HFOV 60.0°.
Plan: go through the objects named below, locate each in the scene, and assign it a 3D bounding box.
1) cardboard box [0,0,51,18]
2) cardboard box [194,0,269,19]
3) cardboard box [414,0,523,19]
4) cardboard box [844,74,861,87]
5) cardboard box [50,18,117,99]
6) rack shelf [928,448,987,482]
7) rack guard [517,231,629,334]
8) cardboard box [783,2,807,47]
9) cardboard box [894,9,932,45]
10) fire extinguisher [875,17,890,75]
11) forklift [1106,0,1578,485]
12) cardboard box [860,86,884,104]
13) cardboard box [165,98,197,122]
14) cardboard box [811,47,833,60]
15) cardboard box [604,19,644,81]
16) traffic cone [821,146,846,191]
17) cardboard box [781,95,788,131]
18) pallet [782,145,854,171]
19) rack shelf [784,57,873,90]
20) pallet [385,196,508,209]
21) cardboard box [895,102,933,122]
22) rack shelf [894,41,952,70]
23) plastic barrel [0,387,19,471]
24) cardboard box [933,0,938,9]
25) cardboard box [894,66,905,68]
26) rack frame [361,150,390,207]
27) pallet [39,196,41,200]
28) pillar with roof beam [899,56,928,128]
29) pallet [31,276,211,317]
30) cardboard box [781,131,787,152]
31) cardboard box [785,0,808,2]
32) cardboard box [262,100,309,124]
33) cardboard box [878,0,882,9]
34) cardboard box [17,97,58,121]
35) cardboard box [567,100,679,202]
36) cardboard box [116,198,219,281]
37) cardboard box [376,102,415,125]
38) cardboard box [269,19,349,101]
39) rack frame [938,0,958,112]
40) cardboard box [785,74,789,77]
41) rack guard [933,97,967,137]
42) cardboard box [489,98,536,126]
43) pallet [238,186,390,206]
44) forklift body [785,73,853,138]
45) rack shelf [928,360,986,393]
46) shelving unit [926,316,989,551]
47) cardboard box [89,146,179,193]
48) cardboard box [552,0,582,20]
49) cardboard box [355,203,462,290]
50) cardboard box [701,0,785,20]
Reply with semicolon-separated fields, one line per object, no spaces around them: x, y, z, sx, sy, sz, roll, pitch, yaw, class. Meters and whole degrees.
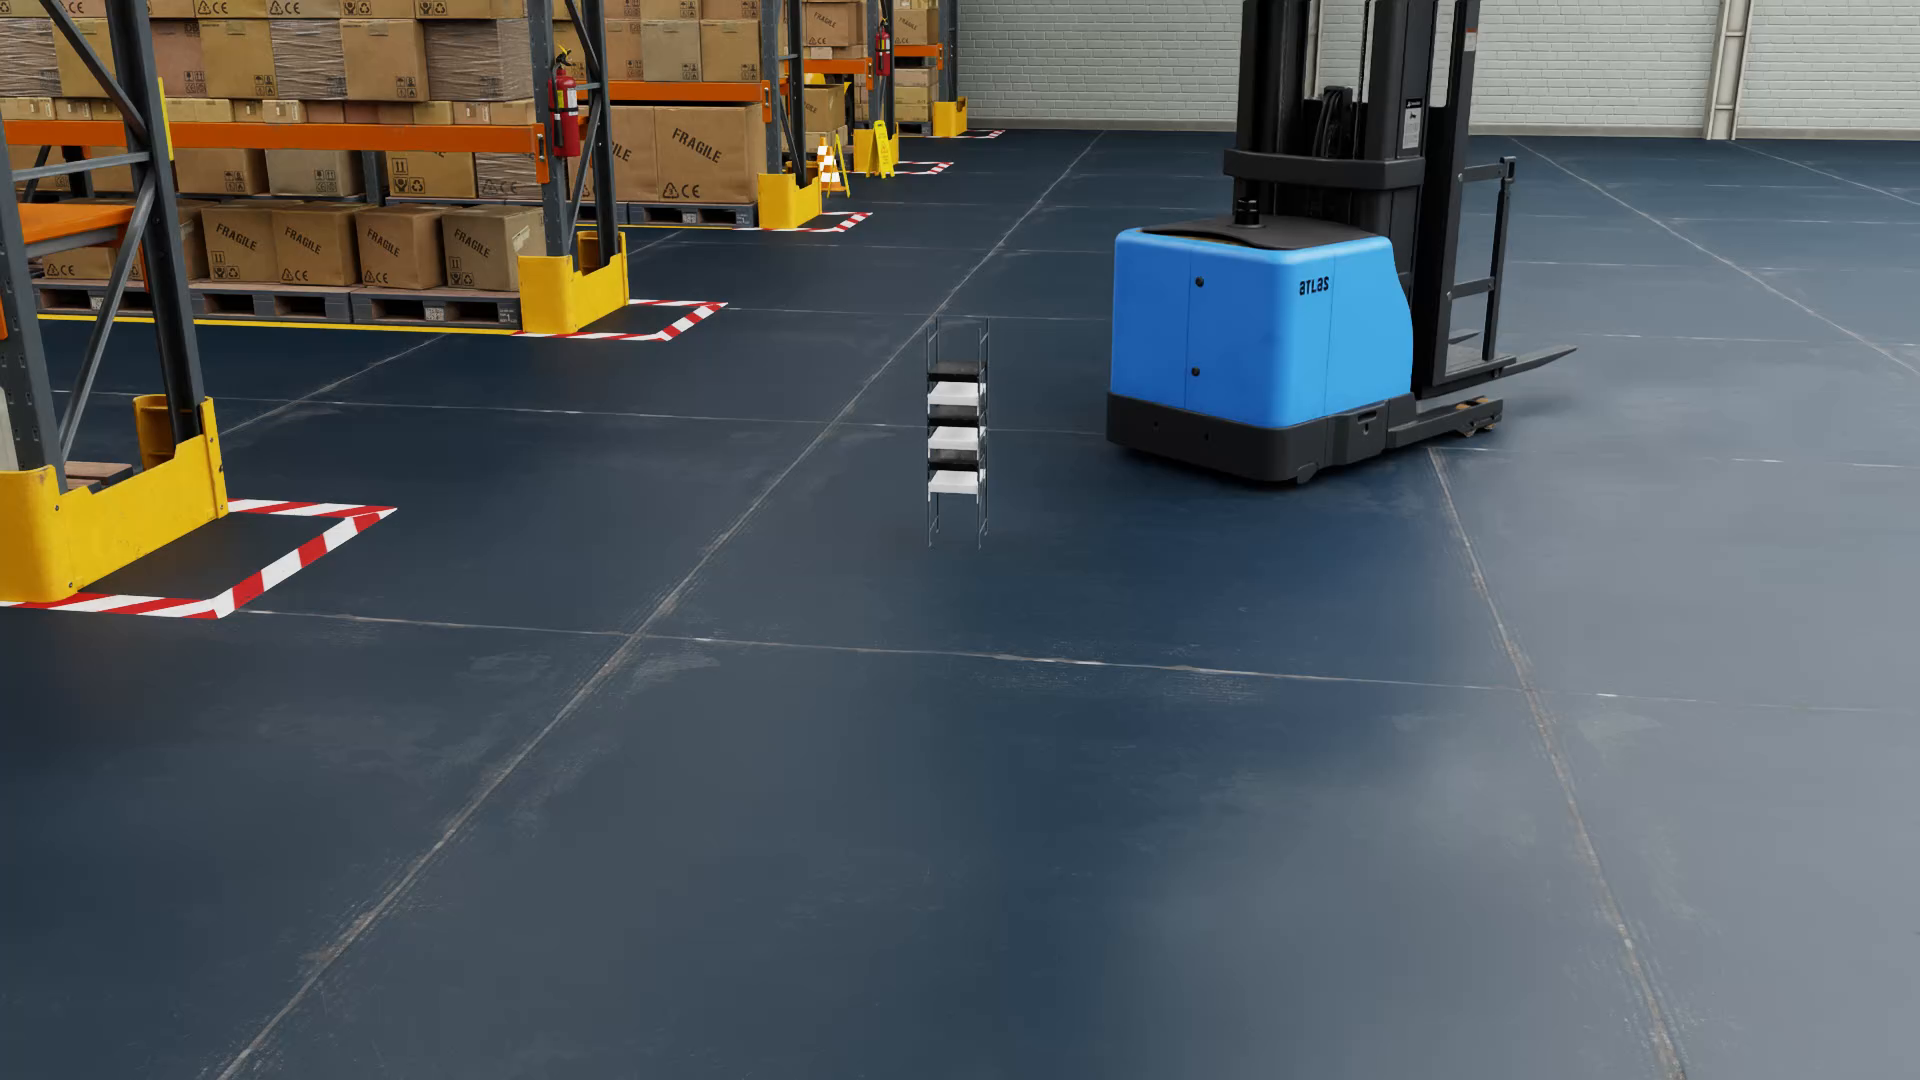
-6.075;-3.703;10.940;0.500;0.500;0.500;3;19;9;cardboard box
-4.592;-3.631;10.726;0.500;0.500;0.500;3;19;9;cardboard box
-3.112;-3.554;10.496;0.500;0.500;0.500;3;19;9;cardboard box
-1.683;-6.942;24.919;0.500;0.250;0.500;3;19;9;cardboard box
-5.556;-3.253;11.171;0.500;0.500;0.875;3;19;9;cardboard box
-0.008;-0.310;6.701;0.200;0.077;0.258;3;19;9;rack shelf
-2.605;-1.760;11.274;0.348;0.500;1.175;3;19;9;rack guard
-2.031;-6.202;19.985;0.500;0.500;0.500;3;19;9;cardboard box
-0.702;-7.591;24.605;0.500;0.500;0.500;3;19;7;cardboard box
-0.918;-5.859;19.709;0.183;0.674;0.296;3;19;9;fire extinguisher
2.130;-2.013;8.201;3.031;2.935;1.130;-16;24;-40;forklift
-1.198;-6.689;24.950;0.500;0.250;0.500;3;19;8;cardboard box
-5.076;-2.863;11.029;0.250;0.149;0.380;3;19;9;cardboard box
-1.629;-5.857;19.975;0.250;0.149;0.380;3;19;8;cardboard box
-3.096;-4.654;15.749;0.550;0.550;0.875;3;19;9;cardboard box
-1.427;-4.095;18.314;0.334;0.463;0.336;3;19;9;traffic cone
-2.306;-5.281;20.347;0.500;0.500;0.500;4;19;11;cardboard box
-1.829;-4.779;20.754;1.213;0.211;1.003;3;19;9;pallet
-2.932;-5.805;20.560;4.000;0.370;1.077;3;19;9;rack shelf
-4.854;-3.306;16.351;1.213;0.211;1.003;3;19;9;pallet
-0.688;-6.421;24.938;0.500;0.250;0.500;3;19;9;cardboard box
-2.149;-7.361;25.208;4.000;0.370;1.077;3;19;9;rack shelf
-3.977;-0.418;6.584;0.421;0.512;0.421;0;18;0;plastic barrel
-0.468;-8.054;24.968;0.250;0.149;0.380;2;19;7;cardboard box
-1.113;-7.078;25.325;0.500;0.250;0.500;3;19;9;cardboard box
-5.592;-4.691;16.097;0.127;3.000;1.000;3;19;9;rack frame
-10.313;-3.610;17.260;1.213;0.211;1.003;3;19;9;pallet
-1.401;-9.415;20.759;0.400;9.000;9.100;3;19;9;pillar with roof beam
-5.810;-1.797;11.842;1.213;0.211;1.003;3;19;9;pallet
-2.309;-4.926;20.470;0.500;0.250;0.500;3;19;9;cardboard box
-1.995;-6.694;19.879;0.500;0.500;0.700;3;19;9;cardboard box
-4.341;-2.814;10.883;0.250;0.149;0.380;3;19;9;cardboard box
-1.064;-7.922;24.571;0.250;0.149;0.380;3;19;10;cardboard box
-6.070;-2.902;11.144;0.250;0.149;0.380;3;19;9;cardboard box
-3.192;-3.739;15.936;0.875;0.875;0.875;3;19;8;cardboard box
-5.524;-2.097;11.621;0.500;0.500;0.500;9;21;26;cardboard box
-3.590;-2.798;10.835;0.250;0.149;0.380;3;19;9;cardboard box
-4.068;-3.192;10.990;0.500;0.500;0.875;3;19;9;cardboard box
-0.174;-7.601;24.793;0.127;3.000;1.000;3;19;9;rack frame
-2.163;-5.560;20.161;0.250;0.149;0.380;3;19;10;cardboard box
-0.150;-6.415;25.186;0.348;0.500;1.175;3;19;9;rack guard
-2.844;-2.772;10.756;0.250;0.149;0.380;3;19;9;cardboard box
-6.366;-3.384;16.585;1.213;0.211;1.003;3;19;9;pallet
-2.336;-6.723;23.505;1.214;2.155;2.313;3;19;9;forklift body
-0.008;-0.652;6.586;0.200;0.077;0.258;3;19;9;rack shelf
-0.008;-0.427;6.662;0.210;0.900;0.258;3;19;9;shelving unit
-8.091;-3.923;16.684;0.750;0.750;1.050;3;19;9;cardboard box
-3.636;-5.159;15.558;0.500;0.550;0.875;3;19;9;cardboard box
-3.739;-2.011;11.364;0.500;0.500;0.500;8;20;23;cardboard box
-2.003;-5.104;15.392;0.550;0.550;0.875;3;19;9;cardboard box
